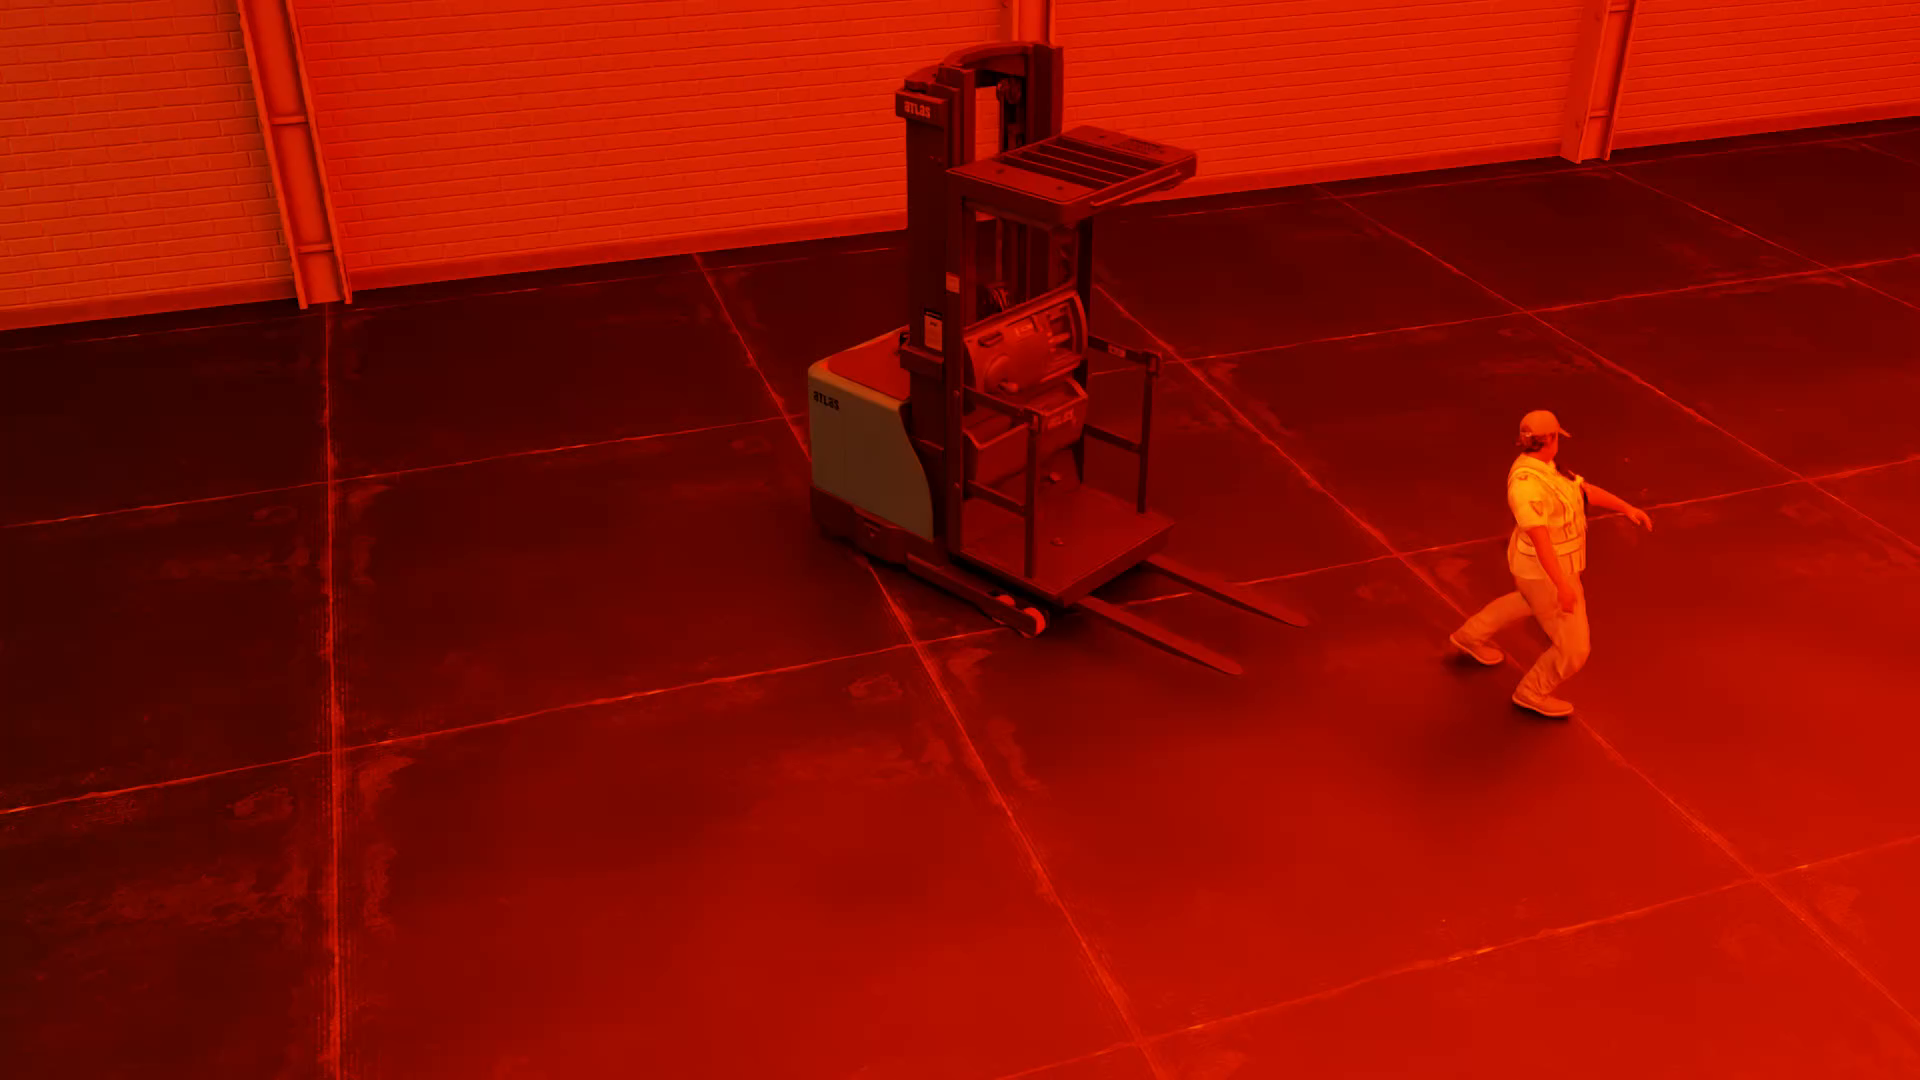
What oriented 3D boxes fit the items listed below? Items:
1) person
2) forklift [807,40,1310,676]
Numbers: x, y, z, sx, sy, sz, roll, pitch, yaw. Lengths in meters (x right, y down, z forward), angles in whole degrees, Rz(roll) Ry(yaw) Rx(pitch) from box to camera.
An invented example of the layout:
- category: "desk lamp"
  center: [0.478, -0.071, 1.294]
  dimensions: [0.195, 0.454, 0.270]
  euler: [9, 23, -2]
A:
- category: "person"
  center: [2.946, 0.150, 8.235]
  dimensions: [0.784, 1.507, 0.811]
  euler: [7, 31, 12]
- category: "forklift"
  center: [0.520, -1.029, 8.875]
  dimensions: [3.031, 2.935, 1.130]
  euler: [25, 38, 36]
